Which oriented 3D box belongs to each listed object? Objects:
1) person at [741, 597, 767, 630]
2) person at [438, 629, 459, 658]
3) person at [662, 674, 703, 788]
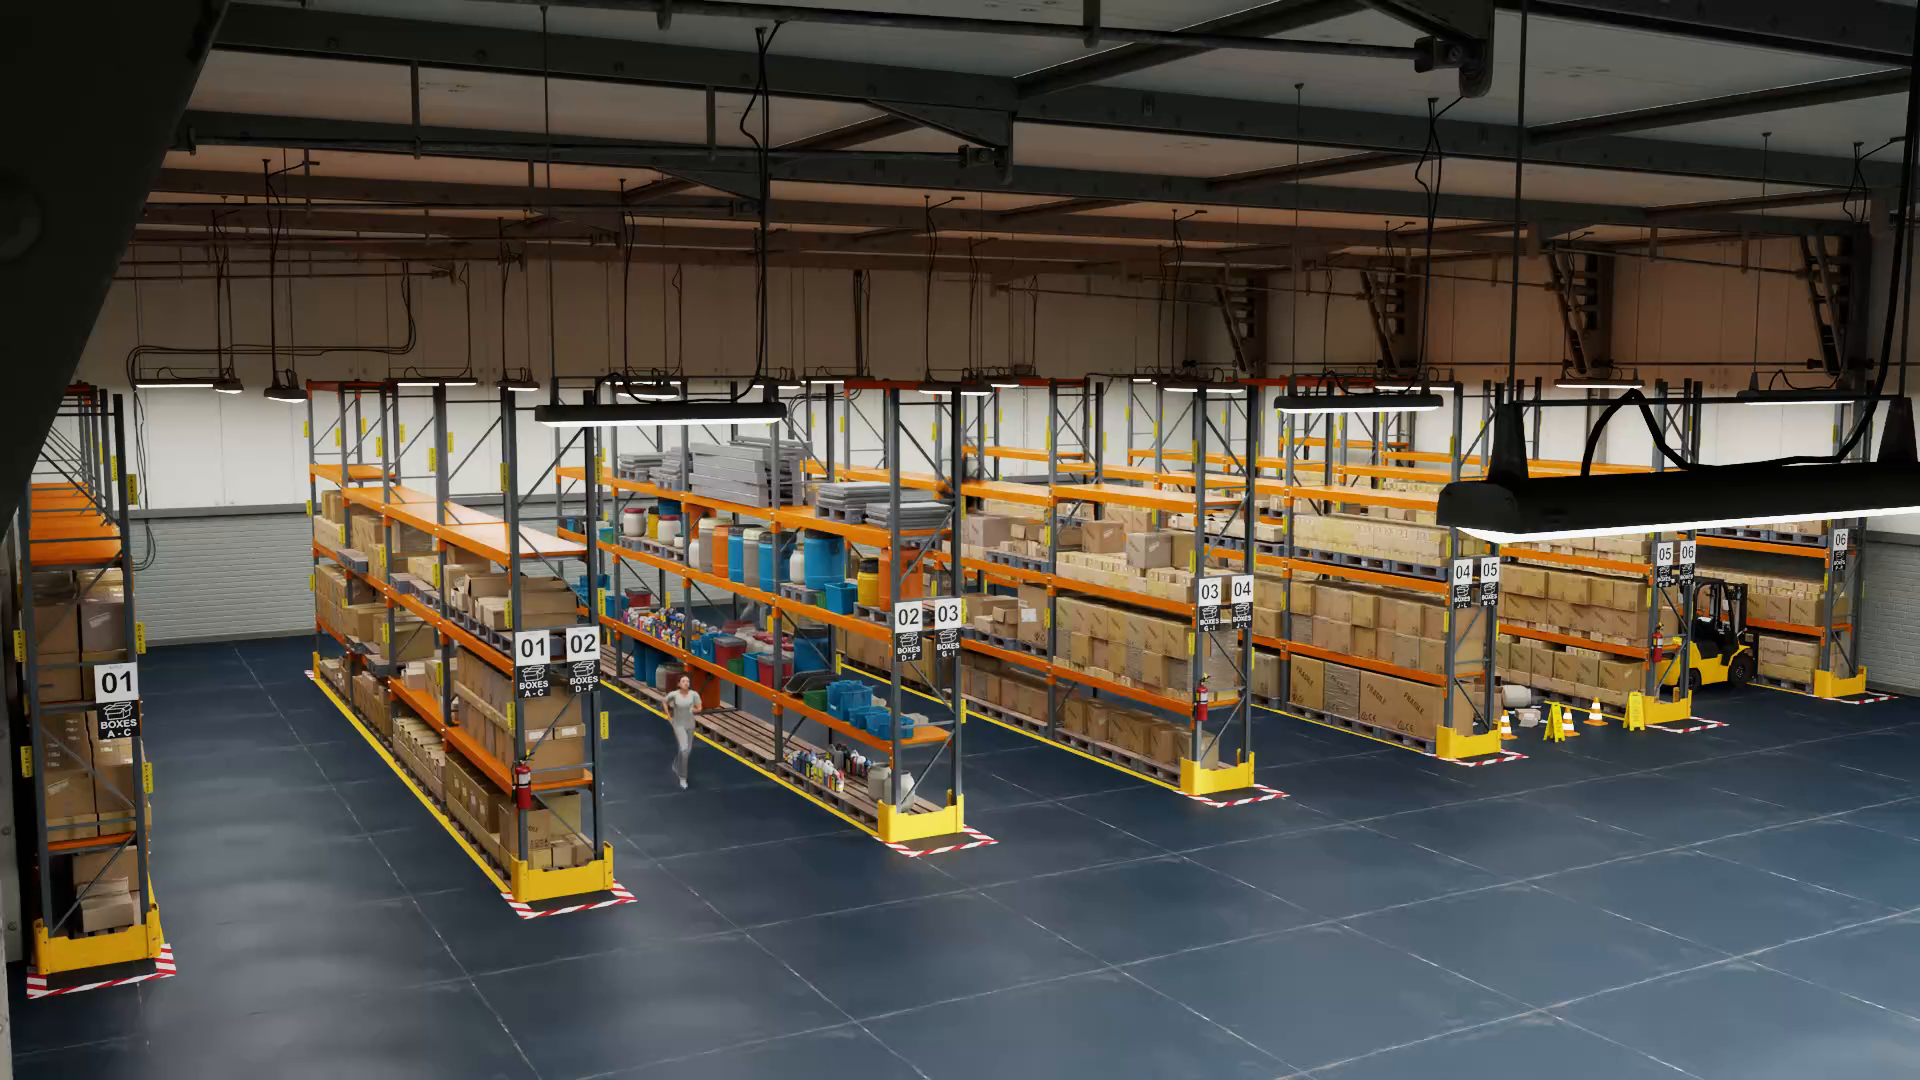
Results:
[{"bbox_3d":[-4.899,1.262,39.484,0.788,1.837,0.630,-2,6,-17],"label":"person"},{"bbox_3d":[-10.450,1.892,33.829,0.581,1.737,0.720,-4,7,-30],"label":"person"},{"bbox_3d":[-4.178,2.850,25.106,0.545,1.708,0.787,-4,7,-30],"label":"person"}]
